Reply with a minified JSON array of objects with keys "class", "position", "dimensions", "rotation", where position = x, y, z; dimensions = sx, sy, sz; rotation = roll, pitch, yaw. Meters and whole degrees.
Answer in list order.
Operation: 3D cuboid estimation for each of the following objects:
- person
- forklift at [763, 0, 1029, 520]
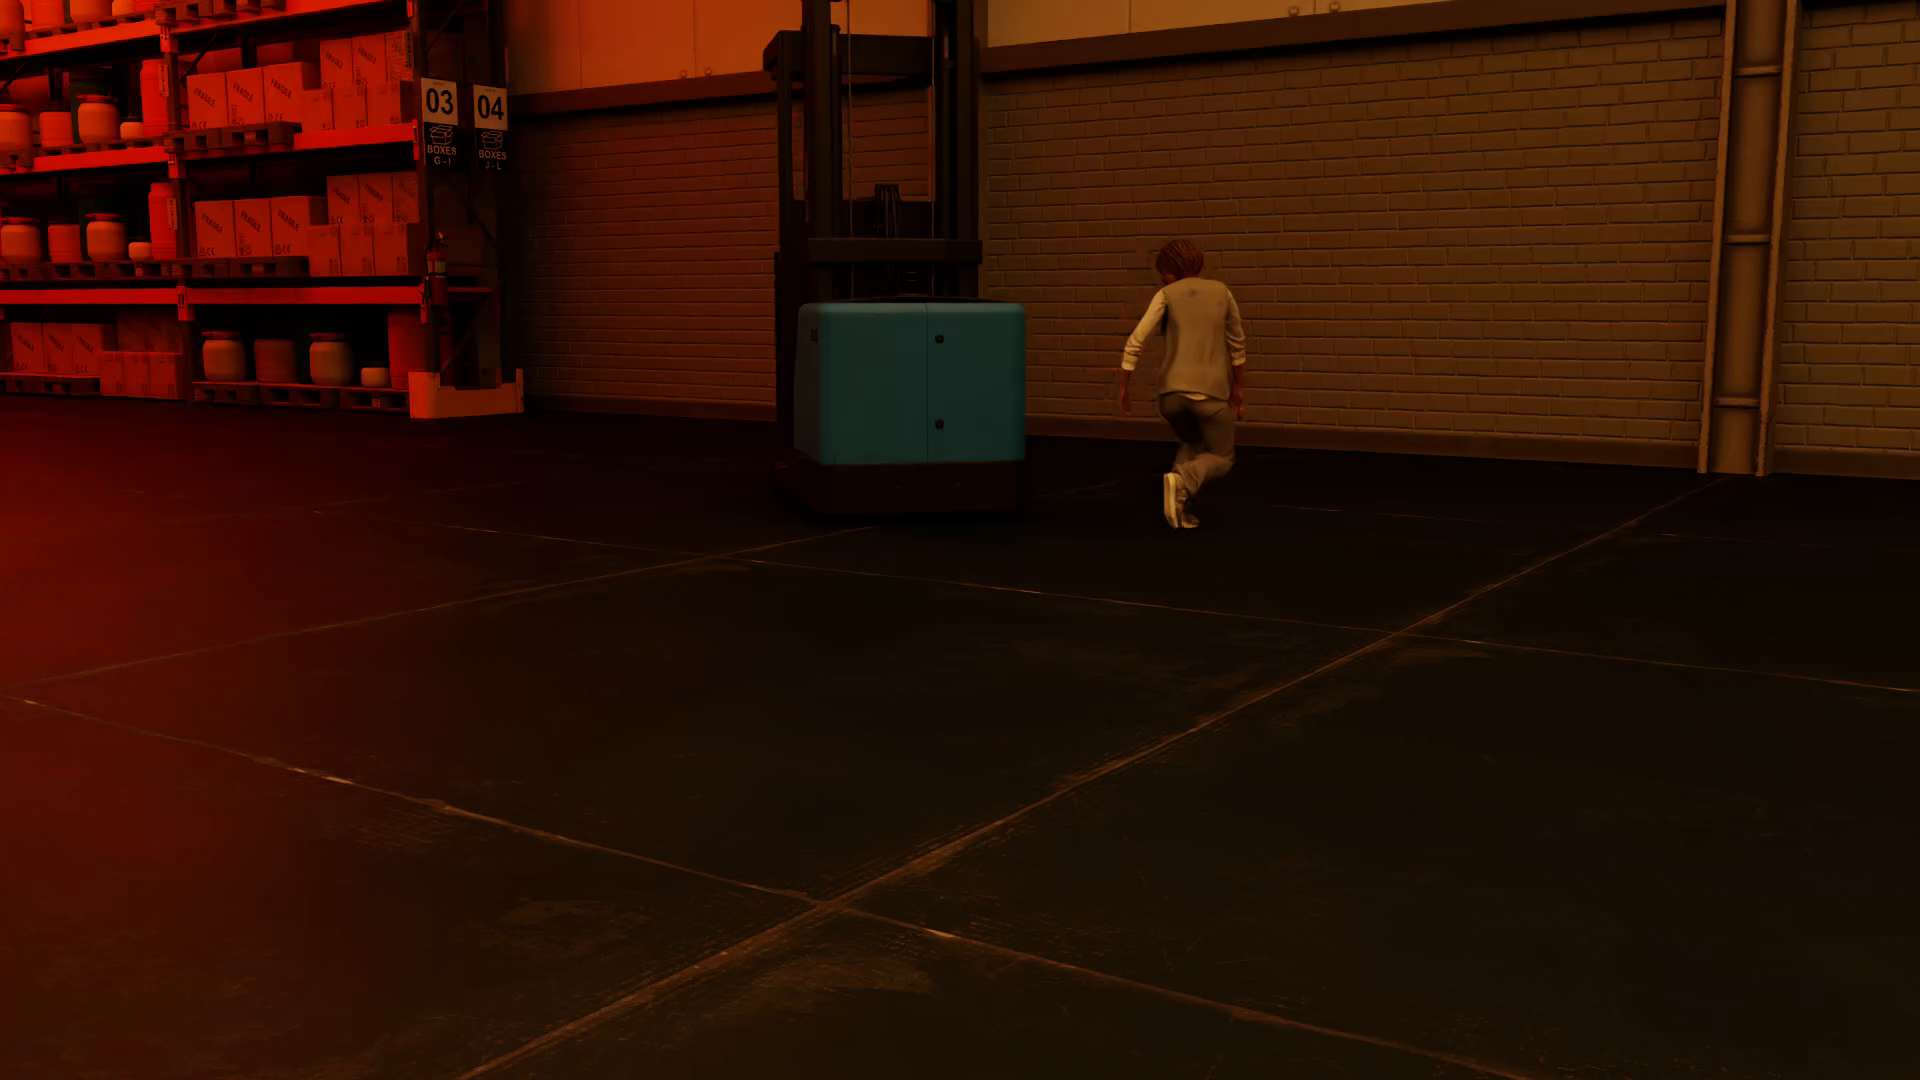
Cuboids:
[{"class":"person","position":[1.033,-0.716,7.859],"dimensions":[0.575,1.384,0.643],"rotation":[2,8,17]},{"class":"forklift","position":[-0.495,-1.721,9.298],"dimensions":[1.130,2.935,3.031],"rotation":[-2,8,-13]}]
